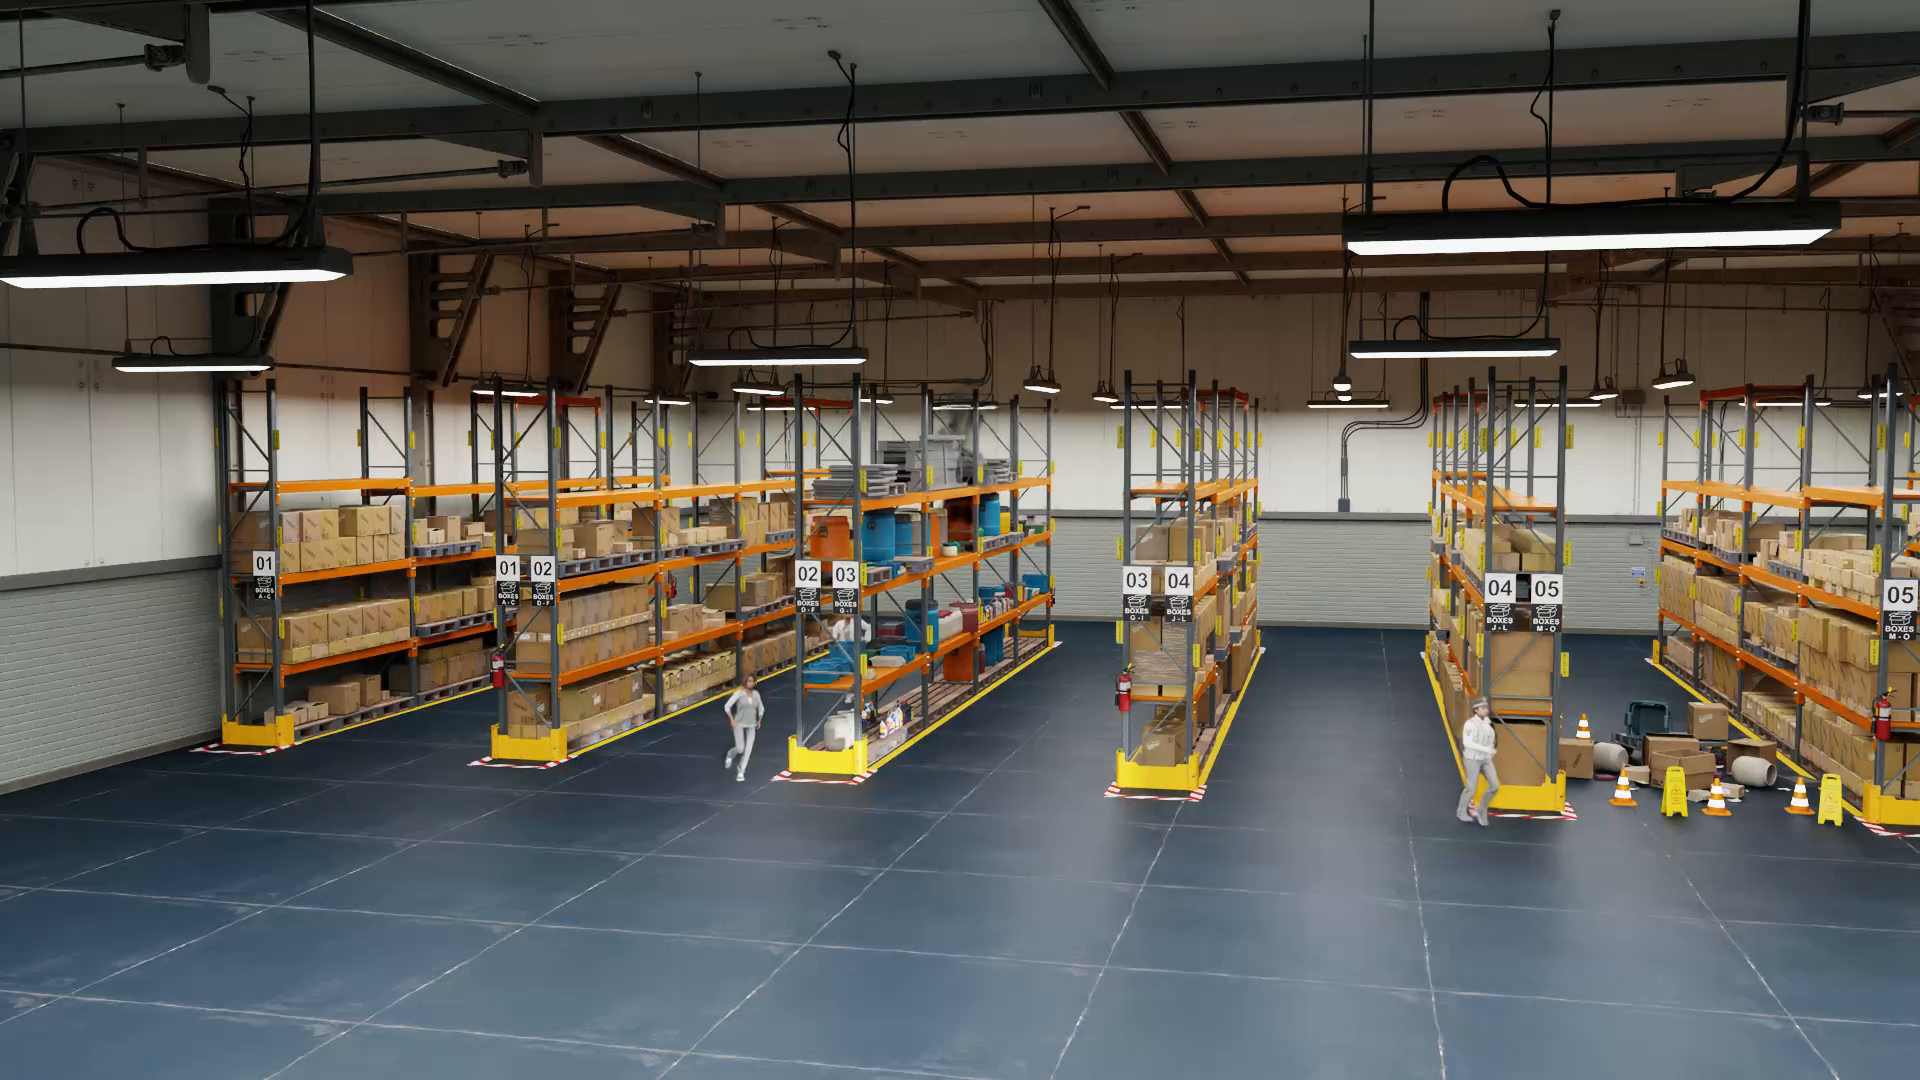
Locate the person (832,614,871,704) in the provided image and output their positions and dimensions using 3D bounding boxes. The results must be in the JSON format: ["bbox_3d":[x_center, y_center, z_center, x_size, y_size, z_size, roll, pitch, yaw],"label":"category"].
[{"bbox_3d":[-2.088,2.199,32.002,0.731,1.837,0.988,1,4,19],"label":"person"}]

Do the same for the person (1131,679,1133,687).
[{"bbox_3d":[3.402,2.203,32.808,0.560,1.713,0.742,1,3,11],"label":"person"}]

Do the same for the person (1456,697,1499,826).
[{"bbox_3d":[6.769,2.881,21.588,0.635,1.726,0.684,-2,4,-26],"label":"person"}]

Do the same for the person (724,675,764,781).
[{"bbox_3d":[-3.178,2.763,24.658,0.605,1.537,0.572,-2,4,-28],"label":"person"}]
